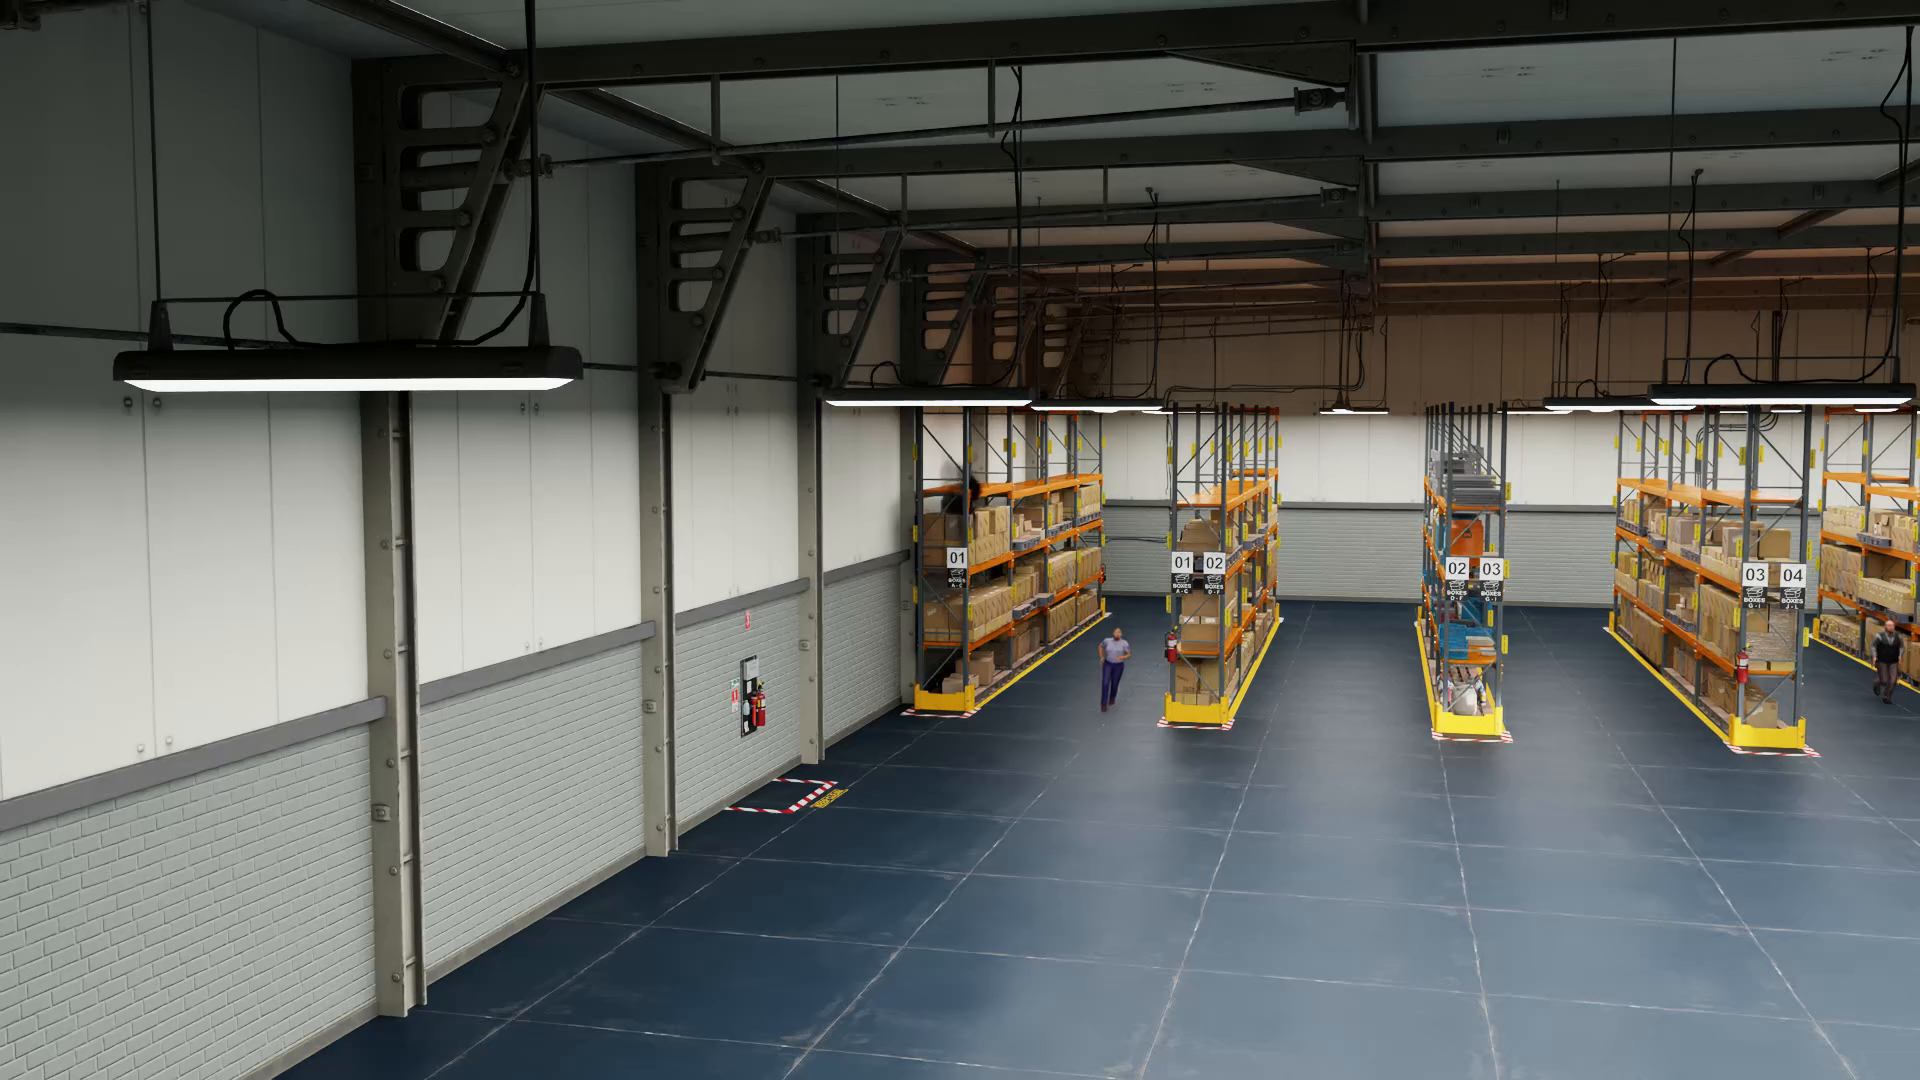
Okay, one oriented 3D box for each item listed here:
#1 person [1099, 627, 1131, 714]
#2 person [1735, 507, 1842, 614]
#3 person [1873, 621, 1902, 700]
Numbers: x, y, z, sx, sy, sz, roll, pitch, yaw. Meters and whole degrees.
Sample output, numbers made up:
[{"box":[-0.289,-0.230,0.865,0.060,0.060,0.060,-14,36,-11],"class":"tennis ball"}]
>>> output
[{"box":[3.023,2.518,32.518,0.636,1.636,0.884,1,4,7],"class":"person"},{"box":[21.438,1.386,38.007,10.391,3.127,21.723,0,4,-6],"class":"person"},{"box":[18.528,2.408,33.258,0.558,1.607,0.567,1,4,14],"class":"person"}]
